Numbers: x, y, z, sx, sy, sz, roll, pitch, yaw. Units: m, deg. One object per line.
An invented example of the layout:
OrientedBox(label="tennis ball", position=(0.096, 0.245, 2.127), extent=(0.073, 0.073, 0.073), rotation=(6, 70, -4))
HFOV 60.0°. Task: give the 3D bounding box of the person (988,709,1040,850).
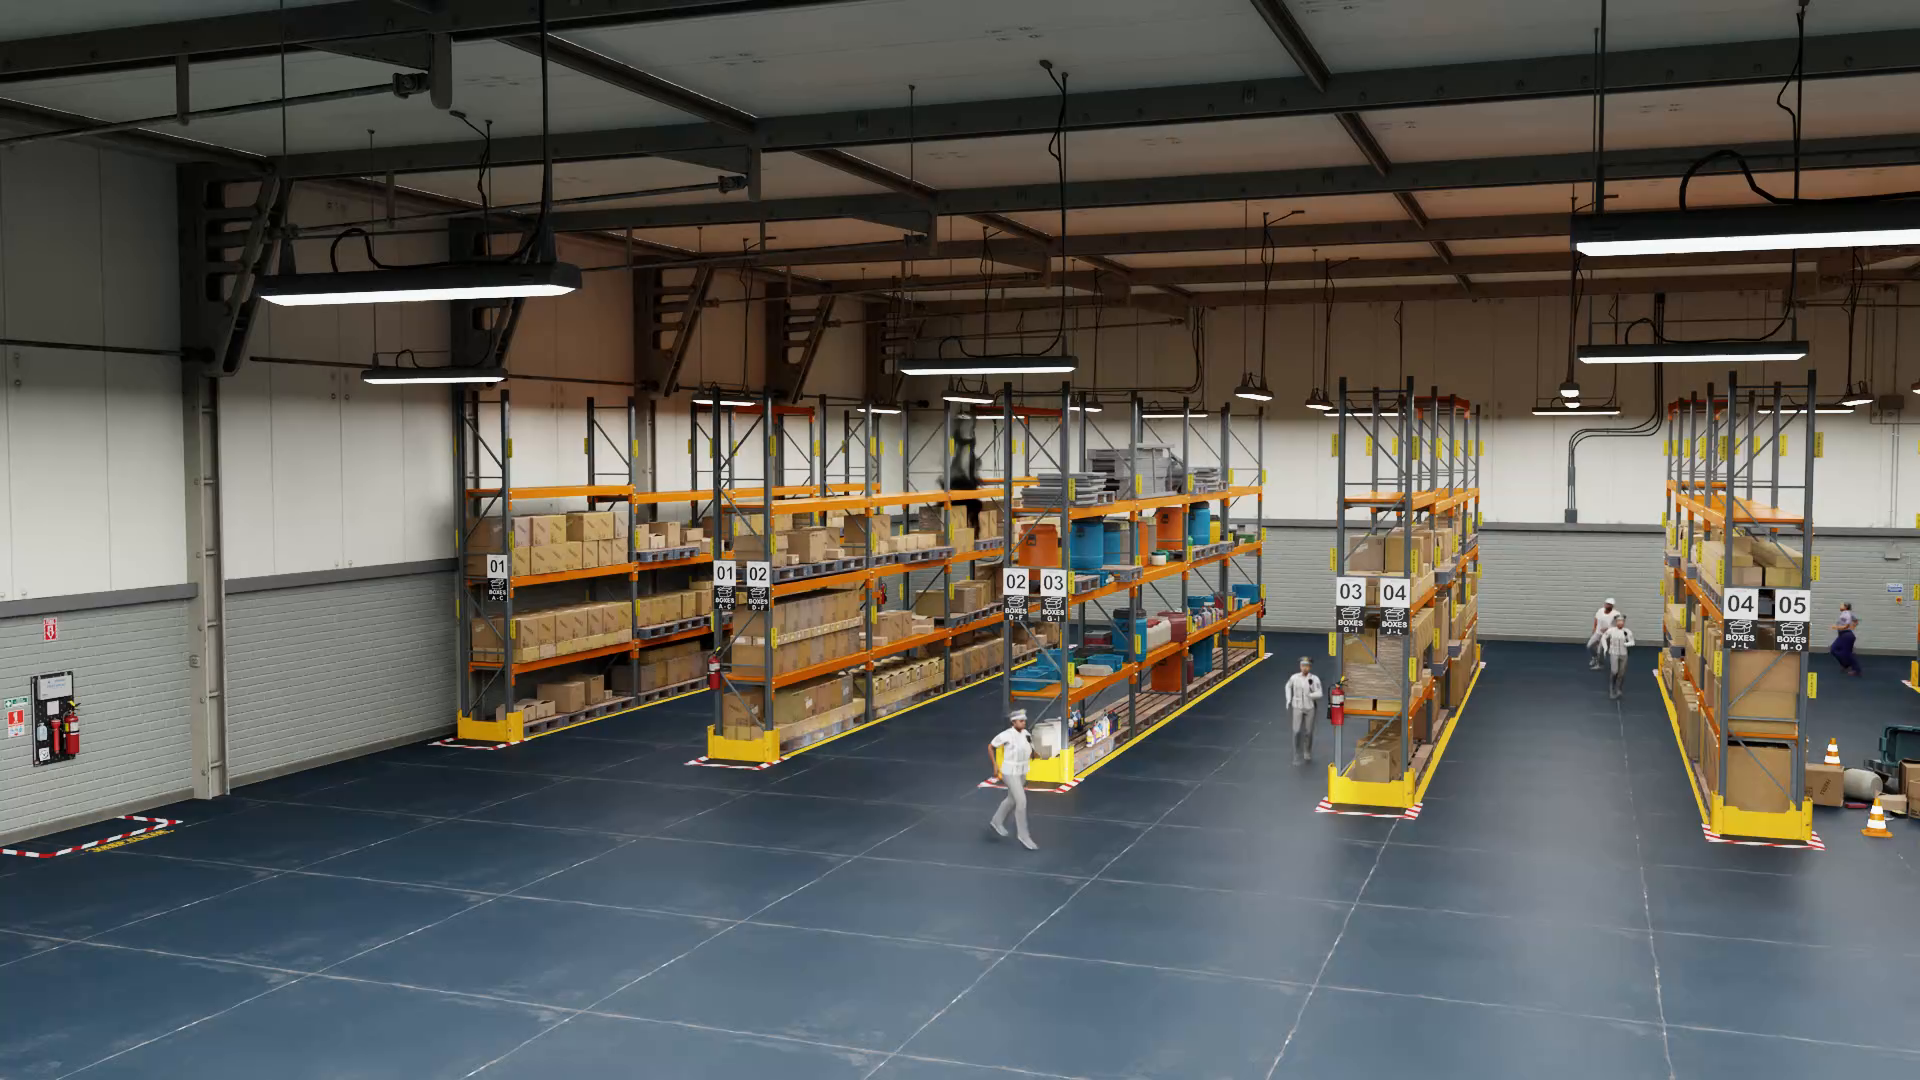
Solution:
OrientedBox(label="person", position=(0.694, 2.991, 21.030), extent=(0.834, 1.733, 0.547), rotation=(3, 4, 43))

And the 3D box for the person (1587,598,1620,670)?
OrientedBox(label="person", position=(14.463, 2.119, 37.358), extent=(0.592, 1.662, 0.755), rotation=(-2, 4, -36))

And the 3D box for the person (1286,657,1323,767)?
OrientedBox(label="person", position=(5.440, 2.712, 26.316), extent=(0.582, 1.747, 0.707), rotation=(1, 3, 13))

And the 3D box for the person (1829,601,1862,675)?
OrientedBox(label="person", position=(19.541, 2.169, 36.691), extent=(0.672, 1.637, 0.576), rotation=(2, 3, 26))

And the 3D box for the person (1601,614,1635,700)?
OrientedBox(label="person", position=(13.156, 2.332, 33.213), extent=(0.584, 1.725, 0.691), rotation=(1, 3, 12))
